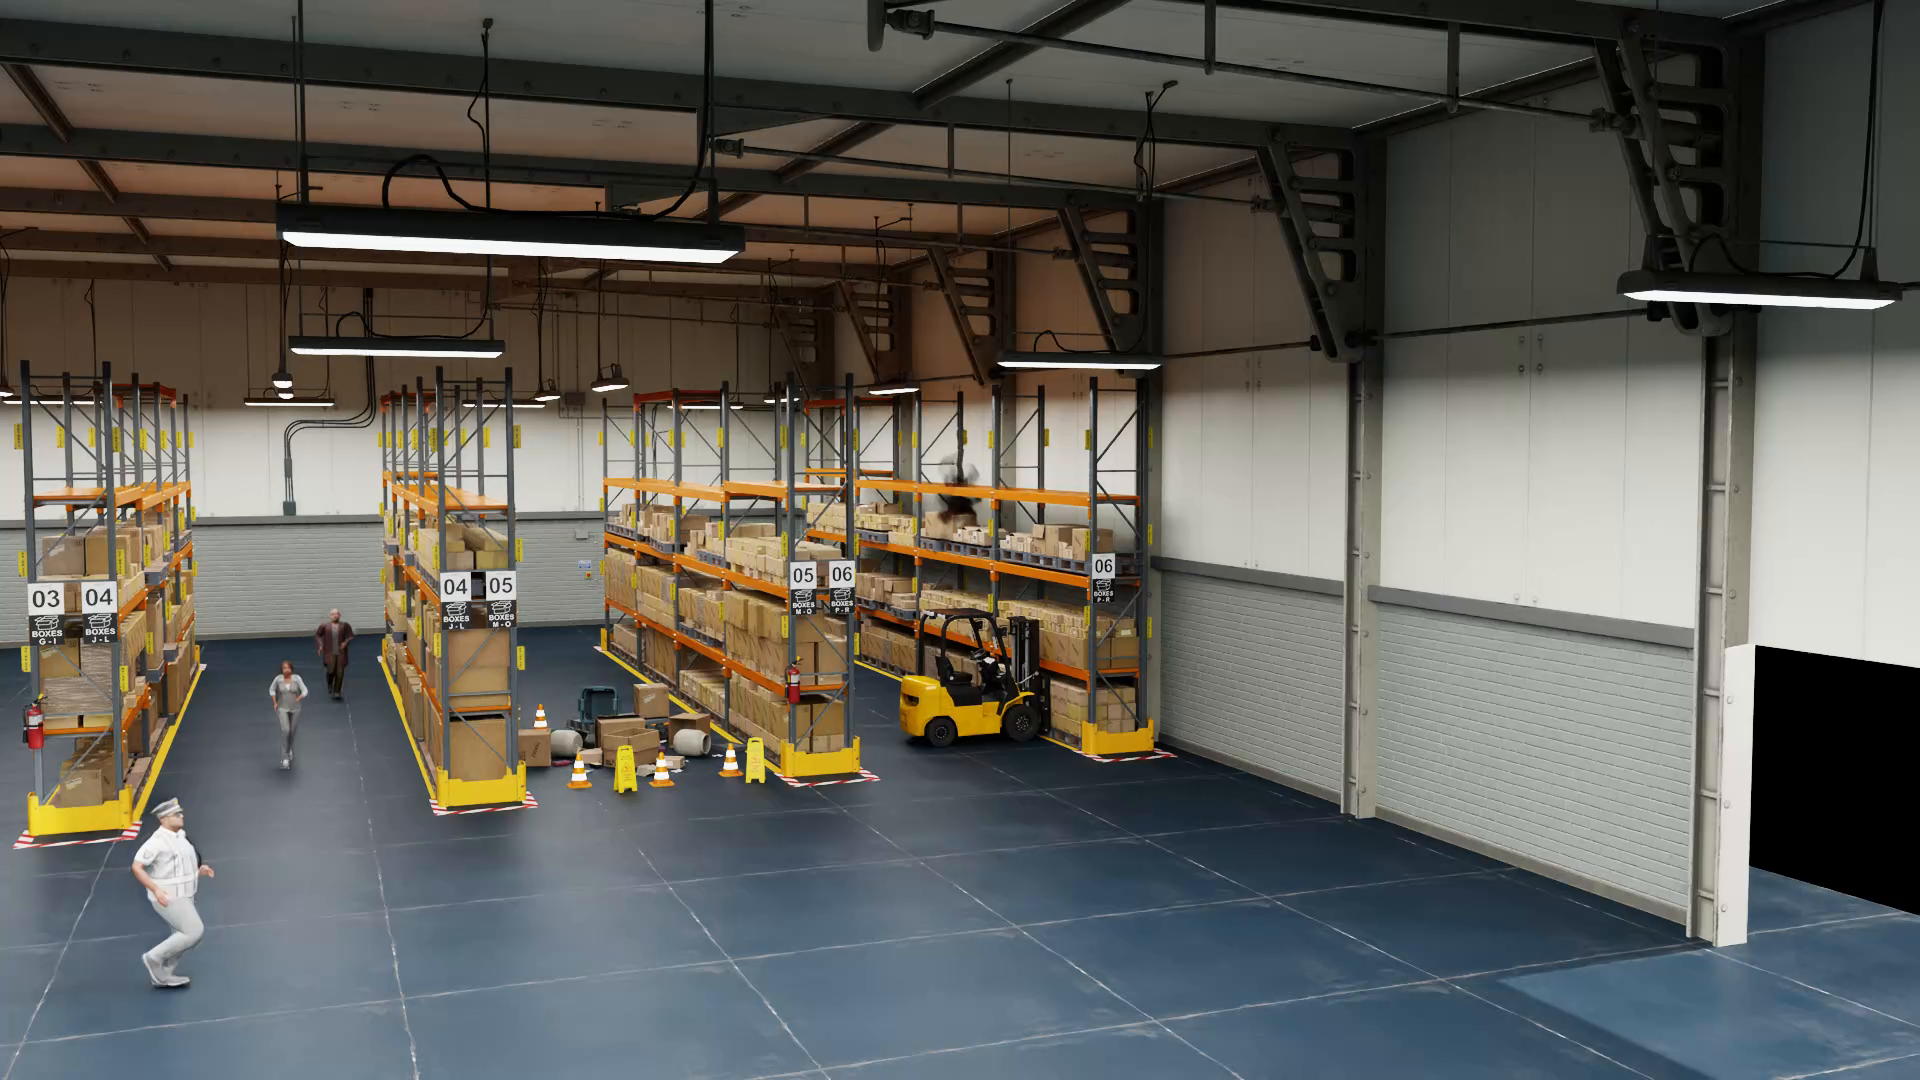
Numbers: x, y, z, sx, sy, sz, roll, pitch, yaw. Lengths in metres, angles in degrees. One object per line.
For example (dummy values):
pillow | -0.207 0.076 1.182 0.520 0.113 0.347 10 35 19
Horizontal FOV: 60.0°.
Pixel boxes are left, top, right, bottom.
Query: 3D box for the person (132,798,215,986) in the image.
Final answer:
person | -7.118 3.211 15.163 0.592 1.732 0.652 0 3 -4

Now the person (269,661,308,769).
person | -10.337 2.656 25.628 0.533 1.630 0.736 -2 4 -29

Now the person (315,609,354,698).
person | -12.089 2.202 32.183 0.712 1.732 0.624 -2 4 -24
